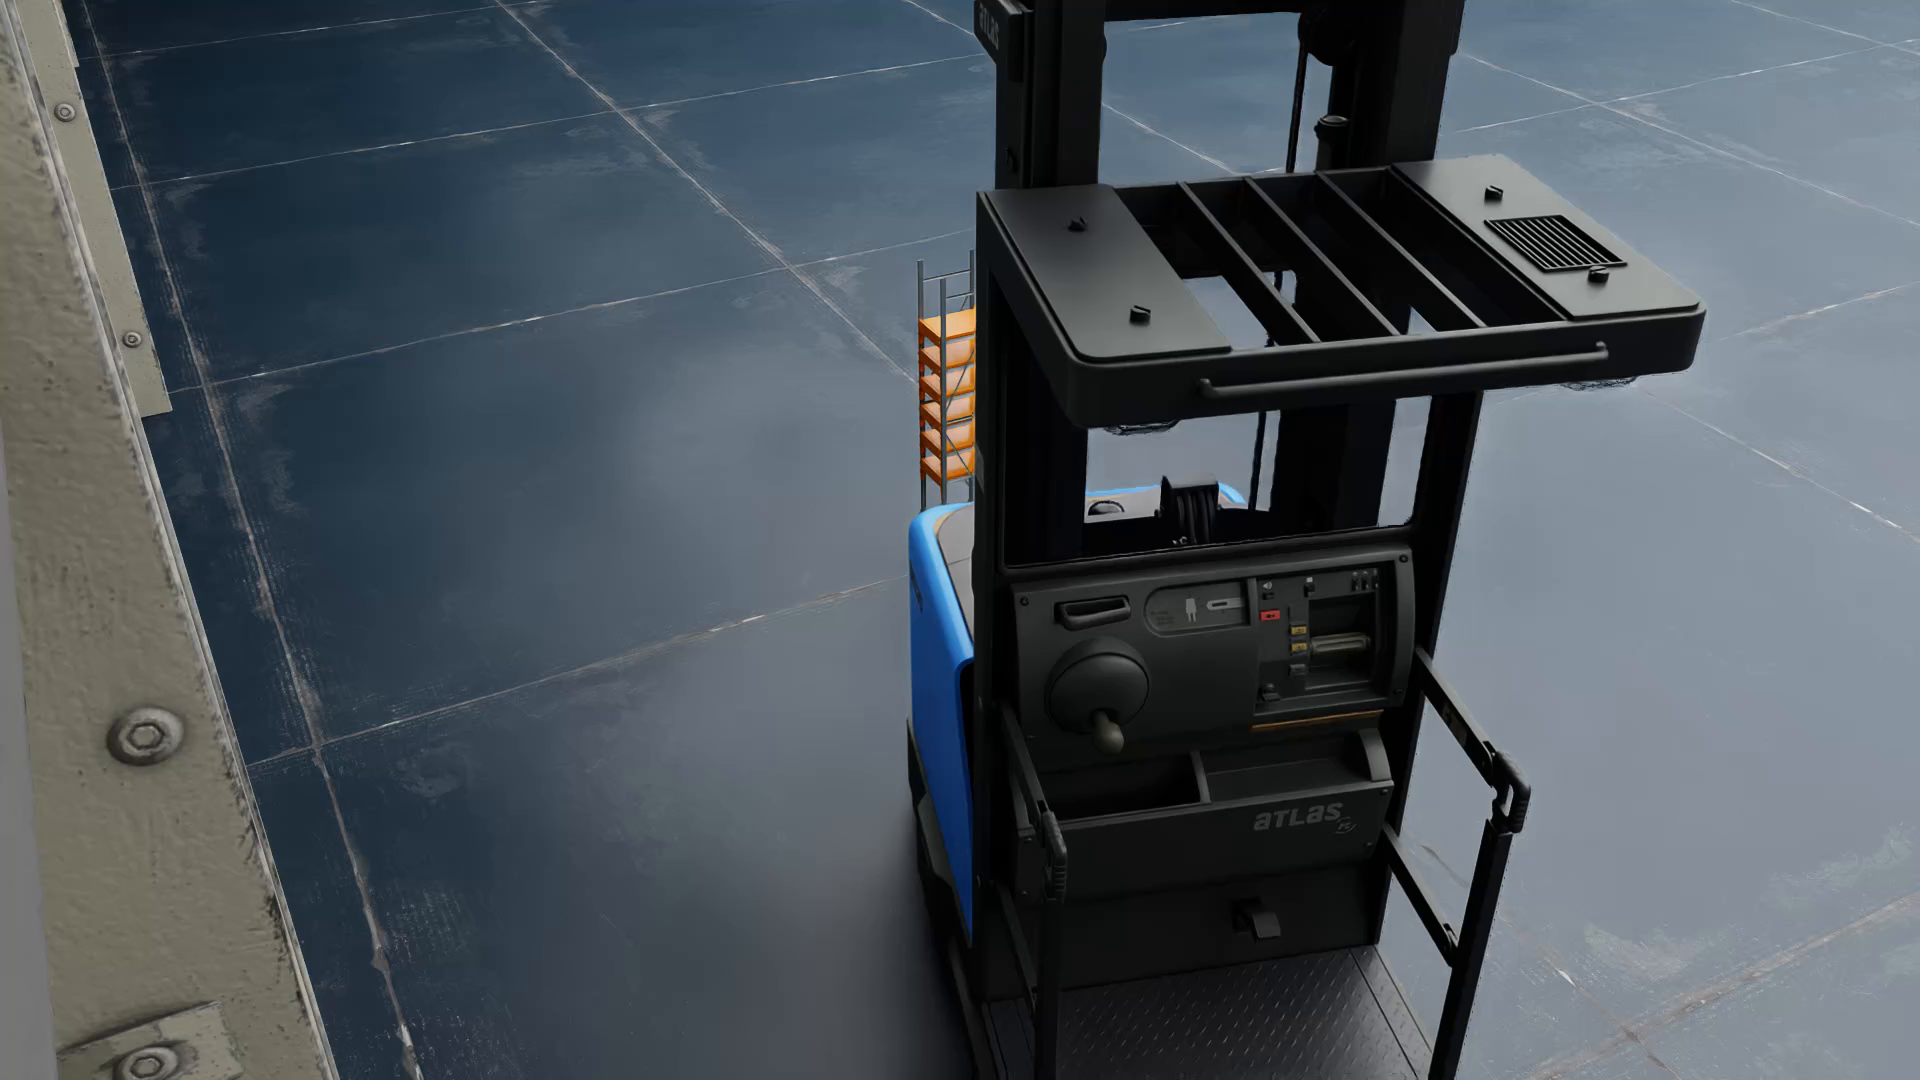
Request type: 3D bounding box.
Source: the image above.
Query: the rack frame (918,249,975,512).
[{"bbox_3d":[-0.049,-0.556,6.505,0.240,1.200,0.006,-16,36,-23],"label":"rack frame"}]

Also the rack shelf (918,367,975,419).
[{"bbox_3d":[-0.007,-0.576,6.396,0.258,0.103,0.180,-16,36,-23],"label":"rack shelf"}]

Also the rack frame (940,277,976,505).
[{"bbox_3d":[0.036,-0.468,6.369,0.240,1.200,0.006,-16,36,-23],"label":"rack frame"}]

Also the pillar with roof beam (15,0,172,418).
[{"bbox_3d":[-0.059,-5.525,7.032,9.100,9.000,0.400,-16,36,-23],"label":"pillar with roof beam"}]

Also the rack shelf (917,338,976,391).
[{"bbox_3d":[-0.007,-0.677,6.332,0.258,0.103,0.180,-16,36,-23],"label":"rack shelf"}]

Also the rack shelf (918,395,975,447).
[{"bbox_3d":[-0.007,-0.475,6.461,0.258,0.103,0.180,-16,36,-23],"label":"rack shelf"}]

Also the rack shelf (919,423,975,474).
[{"bbox_3d":[-0.007,-0.374,6.526,0.258,0.103,0.180,-16,36,-23],"label":"rack shelf"}]

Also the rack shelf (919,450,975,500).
[{"bbox_3d":[-0.007,-0.273,6.591,0.258,0.103,0.180,-16,36,-23],"label":"rack shelf"}]

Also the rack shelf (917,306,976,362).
[{"bbox_3d":[-0.007,-0.778,6.267,0.258,0.103,0.180,-16,36,-23],"label":"rack shelf"}]

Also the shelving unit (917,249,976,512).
[{"bbox_3d":[-0.007,-0.512,6.437,0.258,1.200,0.189,-16,36,-23],"label":"shelving unit"}]

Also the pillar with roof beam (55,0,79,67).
[{"bbox_3d":[-2.856,-8.388,11.501,9.100,9.000,0.400,-16,36,-23],"label":"pillar with roof beam"}]

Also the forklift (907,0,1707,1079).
[{"bbox_3d":[0.621,0.302,3.562,1.130,2.935,3.031,-6,33,-9],"label":"forklift"}]
